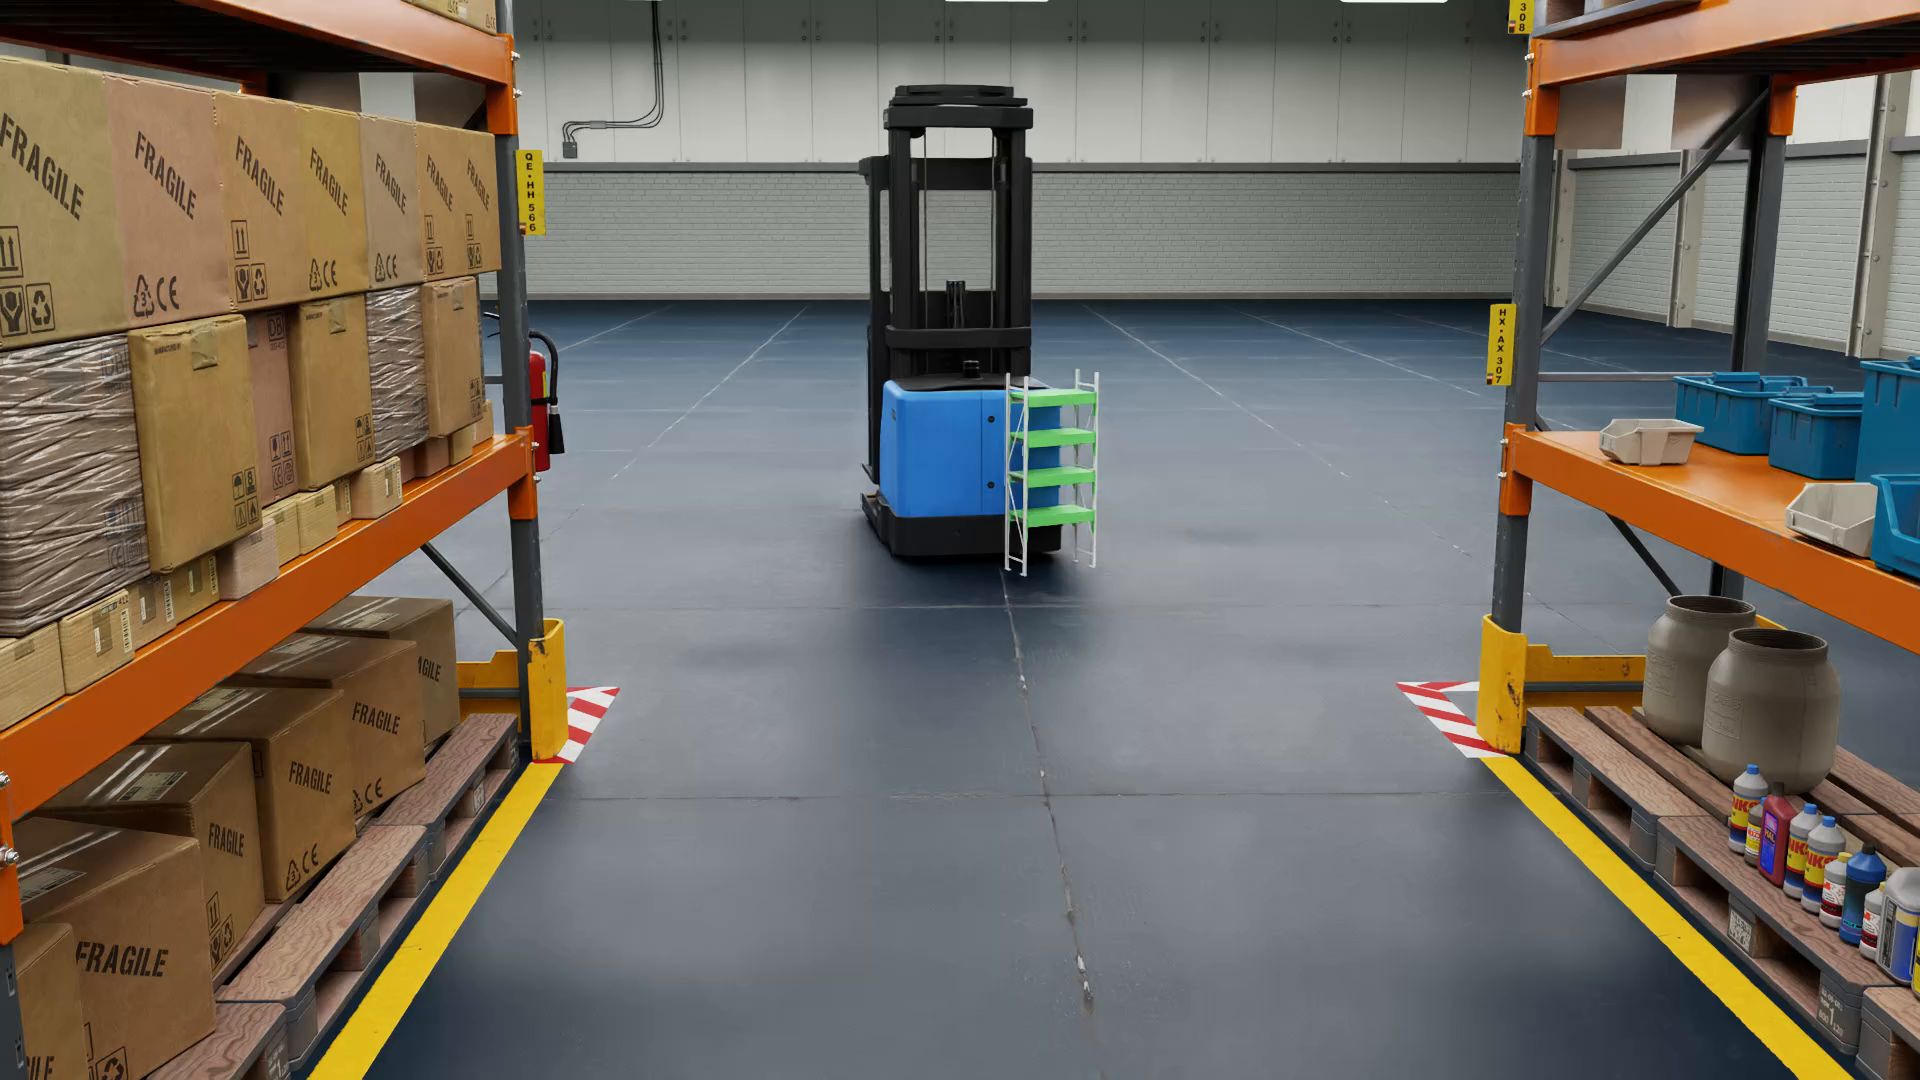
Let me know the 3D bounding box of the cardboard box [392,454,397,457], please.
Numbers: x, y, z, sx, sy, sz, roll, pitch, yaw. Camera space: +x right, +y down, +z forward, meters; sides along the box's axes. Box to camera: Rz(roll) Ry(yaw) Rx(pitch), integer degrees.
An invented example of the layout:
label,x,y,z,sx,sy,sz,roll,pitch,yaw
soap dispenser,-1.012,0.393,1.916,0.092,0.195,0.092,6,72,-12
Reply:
label,x,y,z,sx,sy,sz,roll,pitch,yaw
cardboard box,-1.970,-0.204,5.151,0.380,0.149,0.250,0,11,-1

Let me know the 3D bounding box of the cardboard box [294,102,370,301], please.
label,x,y,z,sx,sy,sz,roll,pitch,yaw
cardboard box,-1.940,-0.909,4.483,0.500,0.500,0.500,0,11,-1

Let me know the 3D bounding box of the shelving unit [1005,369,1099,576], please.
label,x,y,z,sx,sy,sz,roll,pitch,yaw
shelving unit,0.554,-0.414,10.082,0.503,1.200,0.258,-6,13,-27

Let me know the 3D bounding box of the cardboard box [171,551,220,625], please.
label,x,y,z,sx,sy,sz,roll,pitch,yaw
cardboard box,-1.885,0.094,3.682,0.380,0.149,0.250,0,11,-1

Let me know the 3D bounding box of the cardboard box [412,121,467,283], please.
label,x,y,z,sx,sy,sz,roll,pitch,yaw
cardboard box,-1.950,-1.108,5.463,0.500,0.500,0.500,0,11,-1

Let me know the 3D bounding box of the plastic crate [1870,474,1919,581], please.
label,x,y,z,sx,sy,sz,roll,pitch,yaw
plastic crate,2.516,-0.002,3.900,0.499,0.251,0.616,0,11,-1

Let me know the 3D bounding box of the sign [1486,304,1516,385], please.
label,x,y,z,sx,sy,sz,roll,pitch,yaw
sign,2.177,-0.786,6.691,0.100,0.325,0.005,0,11,-1

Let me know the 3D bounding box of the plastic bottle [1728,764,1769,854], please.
label,x,y,z,sx,sy,sz,roll,pitch,yaw
plastic bottle,2.453,0.832,5.171,0.097,0.271,0.097,0,11,0

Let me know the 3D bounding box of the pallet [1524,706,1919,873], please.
label,x,y,z,sx,sy,sz,roll,pitch,yaw
pallet,2.787,0.892,6.133,1.003,0.211,1.213,0,11,-1

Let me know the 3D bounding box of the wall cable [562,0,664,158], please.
label,x,y,z,sx,sy,sz,roll,pitch,yaw
wall cable,-7.849,-11.624,37.170,2.305,6.003,0.169,0,11,-1

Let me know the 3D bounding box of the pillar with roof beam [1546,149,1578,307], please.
label,x,y,z,sx,sy,sz,roll,pitch,yaw
pillar with roof beam,8.588,-9.442,34.969,9.100,9.000,0.548,0,11,-1

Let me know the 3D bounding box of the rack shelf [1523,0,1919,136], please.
label,x,y,z,sx,sy,sz,roll,pitch,yaw
rack shelf,2.769,-1.371,4.539,1.077,0.370,4.000,0,11,-1

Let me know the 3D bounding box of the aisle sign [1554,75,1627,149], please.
label,x,y,z,sx,sy,sz,roll,pitch,yaw
aisle sign,2.433,-1.939,6.532,0.394,0.787,0.004,0,11,-1

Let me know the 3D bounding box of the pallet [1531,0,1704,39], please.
label,x,y,z,sx,sy,sz,roll,pitch,yaw
pallet,2.647,-1.864,5.634,1.003,0.211,1.213,0,11,-1

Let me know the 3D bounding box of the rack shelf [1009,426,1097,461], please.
label,x,y,z,sx,sy,sz,roll,pitch,yaw
rack shelf,0.554,-0.587,10.047,0.480,0.148,0.258,-6,13,-27

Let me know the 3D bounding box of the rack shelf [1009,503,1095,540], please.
label,x,y,z,sx,sy,sz,roll,pitch,yaw
rack shelf,0.554,-0.116,10.142,0.480,0.148,0.258,-6,13,-27

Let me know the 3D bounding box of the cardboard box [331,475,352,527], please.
label,x,y,z,sx,sy,sz,roll,pitch,yaw
cardboard box,-1.940,-0.104,4.661,0.380,0.149,0.250,0,11,-1

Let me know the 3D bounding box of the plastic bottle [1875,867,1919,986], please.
label,x,y,z,sx,sy,sz,roll,pitch,yaw
plastic bottle,2.499,1.001,4.323,0.152,0.276,0.135,0,11,0

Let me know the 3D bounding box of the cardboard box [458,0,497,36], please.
label,x,y,z,sx,sy,sz,roll,pitch,yaw
cardboard box,-1.961,-1.933,5.875,0.500,0.250,0.500,0,11,0

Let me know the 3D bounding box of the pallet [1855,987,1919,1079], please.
label,x,y,z,sx,sy,sz,roll,pitch,yaw
pallet,2.838,1.377,3.743,1.003,0.211,1.213,0,11,-1

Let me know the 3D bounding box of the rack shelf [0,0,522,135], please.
label,x,y,z,sx,sy,sz,roll,pitch,yaw
rack shelf,-2.183,-1.351,4.439,1.077,0.370,4.000,0,11,-1

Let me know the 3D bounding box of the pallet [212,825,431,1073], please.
label,x,y,z,sx,sy,sz,roll,pitch,yaw
pallet,-2.219,1.154,4.839,1.003,0.211,1.213,0,11,-1

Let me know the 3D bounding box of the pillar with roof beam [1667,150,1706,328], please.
label,x,y,z,sx,sy,sz,roll,pitch,yaw
pillar with roof beam,8.712,-8.250,29.090,9.100,9.000,0.400,0,11,-1

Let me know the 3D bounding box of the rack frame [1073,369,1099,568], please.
label,x,y,z,sx,sy,sz,roll,pitch,yaw
rack frame,0.771,-0.436,10.192,0.015,1.200,0.240,-6,13,-27

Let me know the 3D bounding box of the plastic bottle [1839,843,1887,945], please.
label,x,y,z,sx,sy,sz,roll,pitch,yaw
plastic bottle,2.467,0.960,4.538,0.097,0.271,0.097,0,11,0

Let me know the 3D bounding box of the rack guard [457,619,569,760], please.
label,x,y,z,sx,sy,sz,roll,pitch,yaw
rack guard,-2.223,0.609,6.800,1.175,0.500,0.348,0,11,-1

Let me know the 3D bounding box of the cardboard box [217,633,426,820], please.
label,x,y,z,sx,sy,sz,roll,pitch,yaw
cardboard box,-2.182,0.631,5.635,0.500,0.500,0.500,3,12,14

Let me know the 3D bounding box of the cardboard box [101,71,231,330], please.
label,x,y,z,sx,sy,sz,roll,pitch,yaw
cardboard box,-1.909,-0.711,3.503,0.500,0.500,0.500,0,11,-1

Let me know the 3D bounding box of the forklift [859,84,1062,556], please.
label,x,y,z,sx,sy,sz,roll,pitch,yaw
forklift,-0.101,-1.578,11.466,1.130,2.935,3.031,-2,12,-9

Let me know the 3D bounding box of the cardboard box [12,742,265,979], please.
label,x,y,z,sx,sy,sz,roll,pitch,yaw
cardboard box,-2.221,0.867,4.474,0.500,0.500,0.500,-1,12,-6

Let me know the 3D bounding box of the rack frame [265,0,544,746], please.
label,x,y,z,sx,sy,sz,roll,pitch,yaw
rack frame,-2.224,-0.631,6.626,1.000,3.000,0.127,0,11,-1

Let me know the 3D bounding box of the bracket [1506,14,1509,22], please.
label,x,y,z,sx,sy,sz,roll,pitch,yaw
bracket,12.479,-11.776,37.420,0.235,0.232,0.430,0,11,-1

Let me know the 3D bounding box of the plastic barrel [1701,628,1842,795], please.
label,x,y,z,sx,sy,sz,roll,pitch,yaw
plastic barrel,2.828,0.592,5.797,0.421,0.512,0.421,0,11,0

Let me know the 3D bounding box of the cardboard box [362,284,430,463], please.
label,x,y,z,sx,sy,sz,roll,pitch,yaw
cardboard box,-2.143,-0.518,5.068,0.875,0.500,0.500,0,11,-1

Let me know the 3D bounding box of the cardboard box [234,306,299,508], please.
label,x,y,z,sx,sy,sz,roll,pitch,yaw
cardboard box,-2.175,-0.319,4.087,0.875,0.500,0.500,0,11,-1

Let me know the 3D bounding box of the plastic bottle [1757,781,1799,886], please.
label,x,y,z,sx,sy,sz,roll,pitch,yaw
plastic bottle,2.440,0.871,4.947,0.061,0.283,0.133,0,11,0

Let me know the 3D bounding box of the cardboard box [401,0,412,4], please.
label,x,y,z,sx,sy,sz,roll,pitch,yaw
cardboard box,-1.945,-1.732,4.884,0.500,0.250,0.500,0,11,0

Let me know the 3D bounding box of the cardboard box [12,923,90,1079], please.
label,x,y,z,sx,sy,sz,roll,pitch,yaw
cardboard box,-2.110,1.104,3.306,0.500,0.500,0.500,-1,11,-3

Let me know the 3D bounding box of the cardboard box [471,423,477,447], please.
label,x,y,z,sx,sy,sz,roll,pitch,yaw
cardboard box,-2.008,-0.402,6.130,0.380,0.149,0.250,0,11,-1

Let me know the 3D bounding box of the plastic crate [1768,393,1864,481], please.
label,x,y,z,sx,sy,sz,roll,pitch,yaw
plastic crate,3.045,-0.351,5.620,0.499,0.251,0.408,0,11,-1

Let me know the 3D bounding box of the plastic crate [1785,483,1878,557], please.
label,x,y,z,sx,sy,sz,roll,pitch,yaw
plastic crate,2.523,-0.049,4.419,0.530,0.136,0.437,0,11,-1

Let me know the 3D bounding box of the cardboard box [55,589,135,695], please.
label,x,y,z,sx,sy,sz,roll,pitch,yaw
cardboard box,-1.838,0.193,3.193,0.380,0.149,0.250,0,11,-1

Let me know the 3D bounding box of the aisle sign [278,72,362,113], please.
label,x,y,z,sx,sy,sz,roll,pitch,yaw
aisle sign,-2.526,-1.916,6.422,0.394,0.787,0.004,0,11,-1

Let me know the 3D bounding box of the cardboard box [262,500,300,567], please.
label,x,y,z,sx,sy,sz,roll,pitch,yaw
cardboard box,-1.896,-0.005,4.172,0.380,0.149,0.250,0,11,-1

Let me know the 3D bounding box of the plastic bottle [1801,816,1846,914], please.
label,x,y,z,sx,sy,sz,roll,pitch,yaw
plastic bottle,2.462,0.920,4.737,0.097,0.271,0.097,0,11,0

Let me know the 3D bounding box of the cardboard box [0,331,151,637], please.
label,x,y,z,sx,sy,sz,roll,pitch,yaw
cardboard box,-2.089,-0.120,3.109,0.875,0.500,0.500,0,11,-1

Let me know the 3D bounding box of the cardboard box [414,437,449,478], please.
label,x,y,z,sx,sy,sz,roll,pitch,yaw
cardboard box,-1.961,-0.303,5.641,0.380,0.149,0.250,0,11,-1

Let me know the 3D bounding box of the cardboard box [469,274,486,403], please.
label,x,y,z,sx,sy,sz,roll,pitch,yaw
cardboard box,-2.241,-0.716,6.047,0.875,0.500,0.500,0,11,-1
